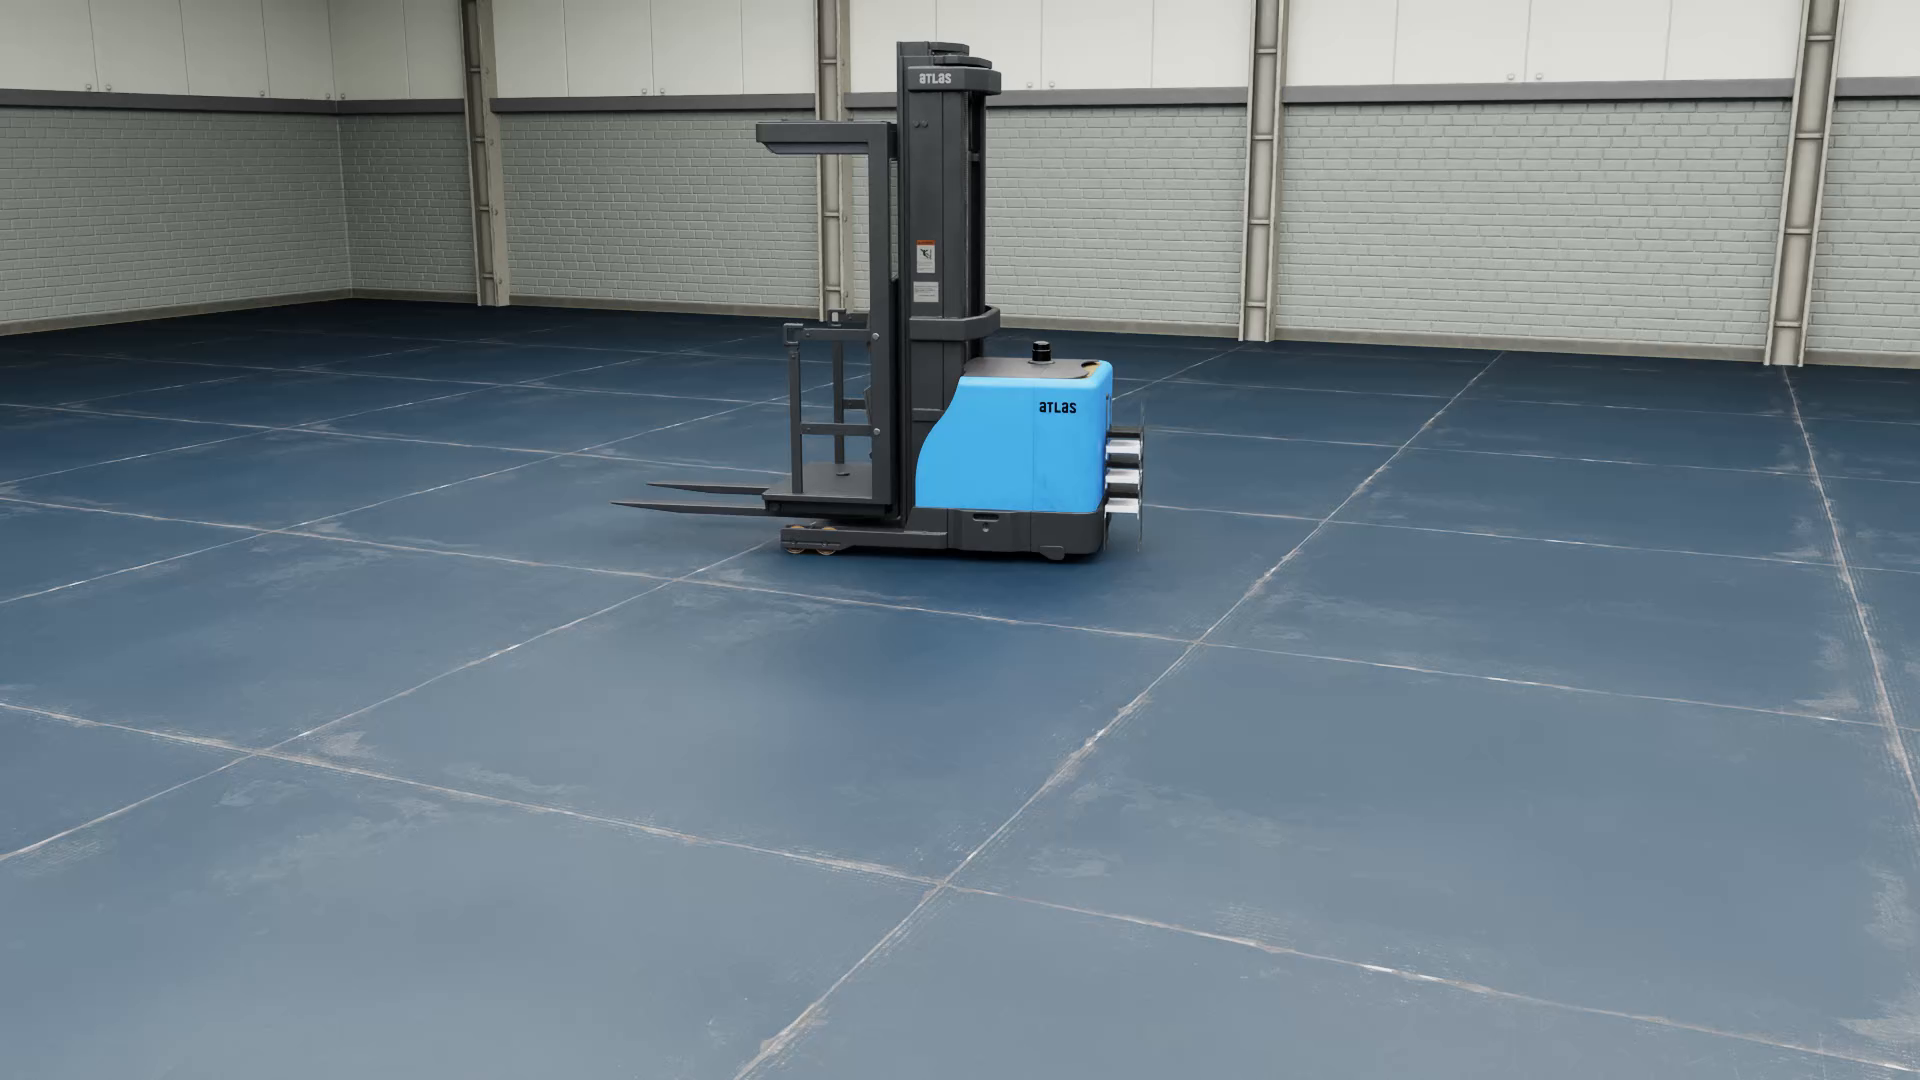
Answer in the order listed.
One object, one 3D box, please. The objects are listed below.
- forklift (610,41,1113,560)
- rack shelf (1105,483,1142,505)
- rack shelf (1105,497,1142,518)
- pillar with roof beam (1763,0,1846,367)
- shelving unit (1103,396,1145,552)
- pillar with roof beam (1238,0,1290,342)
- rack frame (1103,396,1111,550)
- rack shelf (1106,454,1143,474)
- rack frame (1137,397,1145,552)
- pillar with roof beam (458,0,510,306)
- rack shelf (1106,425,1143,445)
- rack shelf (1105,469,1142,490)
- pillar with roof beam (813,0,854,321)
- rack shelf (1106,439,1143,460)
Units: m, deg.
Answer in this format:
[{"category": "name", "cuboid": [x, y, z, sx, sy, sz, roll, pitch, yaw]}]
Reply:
[{"category": "forklift", "cuboid": [-0.612, -1.453, 10.031, 3.031, 2.935, 1.130, 2, 13, 10]}, {"category": "rack shelf", "cuboid": [0.986, -0.279, 10.015, 0.200, 0.077, 0.258, 2, 13, 10]}, {"category": "rack shelf", "cuboid": [0.986, -0.192, 10.035, 0.200, 0.077, 0.258, 2, 13, 10]}, {"category": "pillar with roof beam", "cuboid": [7.496, -5.457, 13.811, 0.400, 9.000, 9.100, 6, 14, 23]}, {"category": "shelving unit", "cuboid": [0.986, -0.399, 9.987, 0.210, 0.900, 0.258, 2, 13, 10]}, {"category": "pillar with roof beam", "cuboid": [2.010, -6.012, 16.177, 0.400, 9.000, 9.100, 6, 14, 23]}, {"category": "rack frame", "cuboid": [0.886, -0.404, 10.005, 0.006, 0.900, 0.240, 2, 13, 10]}, {"category": "rack shelf", "cuboid": [0.986, -0.454, 9.974, 0.200, 0.077, 0.258, 2, 13, 10]}, {"category": "rack frame", "cuboid": [1.086, -0.395, 9.968, 0.006, 0.900, 0.240, 2, 13, 10]}, {"category": "pillar with roof beam", "cuboid": [-8.962, -7.122, 20.908, 0.400, 9.000, 9.100, 6, 14, 23]}, {"category": "rack shelf", "cuboid": [0.986, -0.630, 9.933, 0.200, 0.077, 0.258, 2, 13, 10]}, {"category": "rack shelf", "cuboid": [0.986, -0.367, 9.994, 0.200, 0.077, 0.258, 2, 13, 10]}, {"category": "pillar with roof beam", "cuboid": [-3.476, -6.567, 18.542, 0.400, 9.000, 9.100, 6, 14, 23]}, {"category": "rack shelf", "cuboid": [0.986, -0.542, 9.953, 0.200, 0.077, 0.258, 2, 13, 10]}]
